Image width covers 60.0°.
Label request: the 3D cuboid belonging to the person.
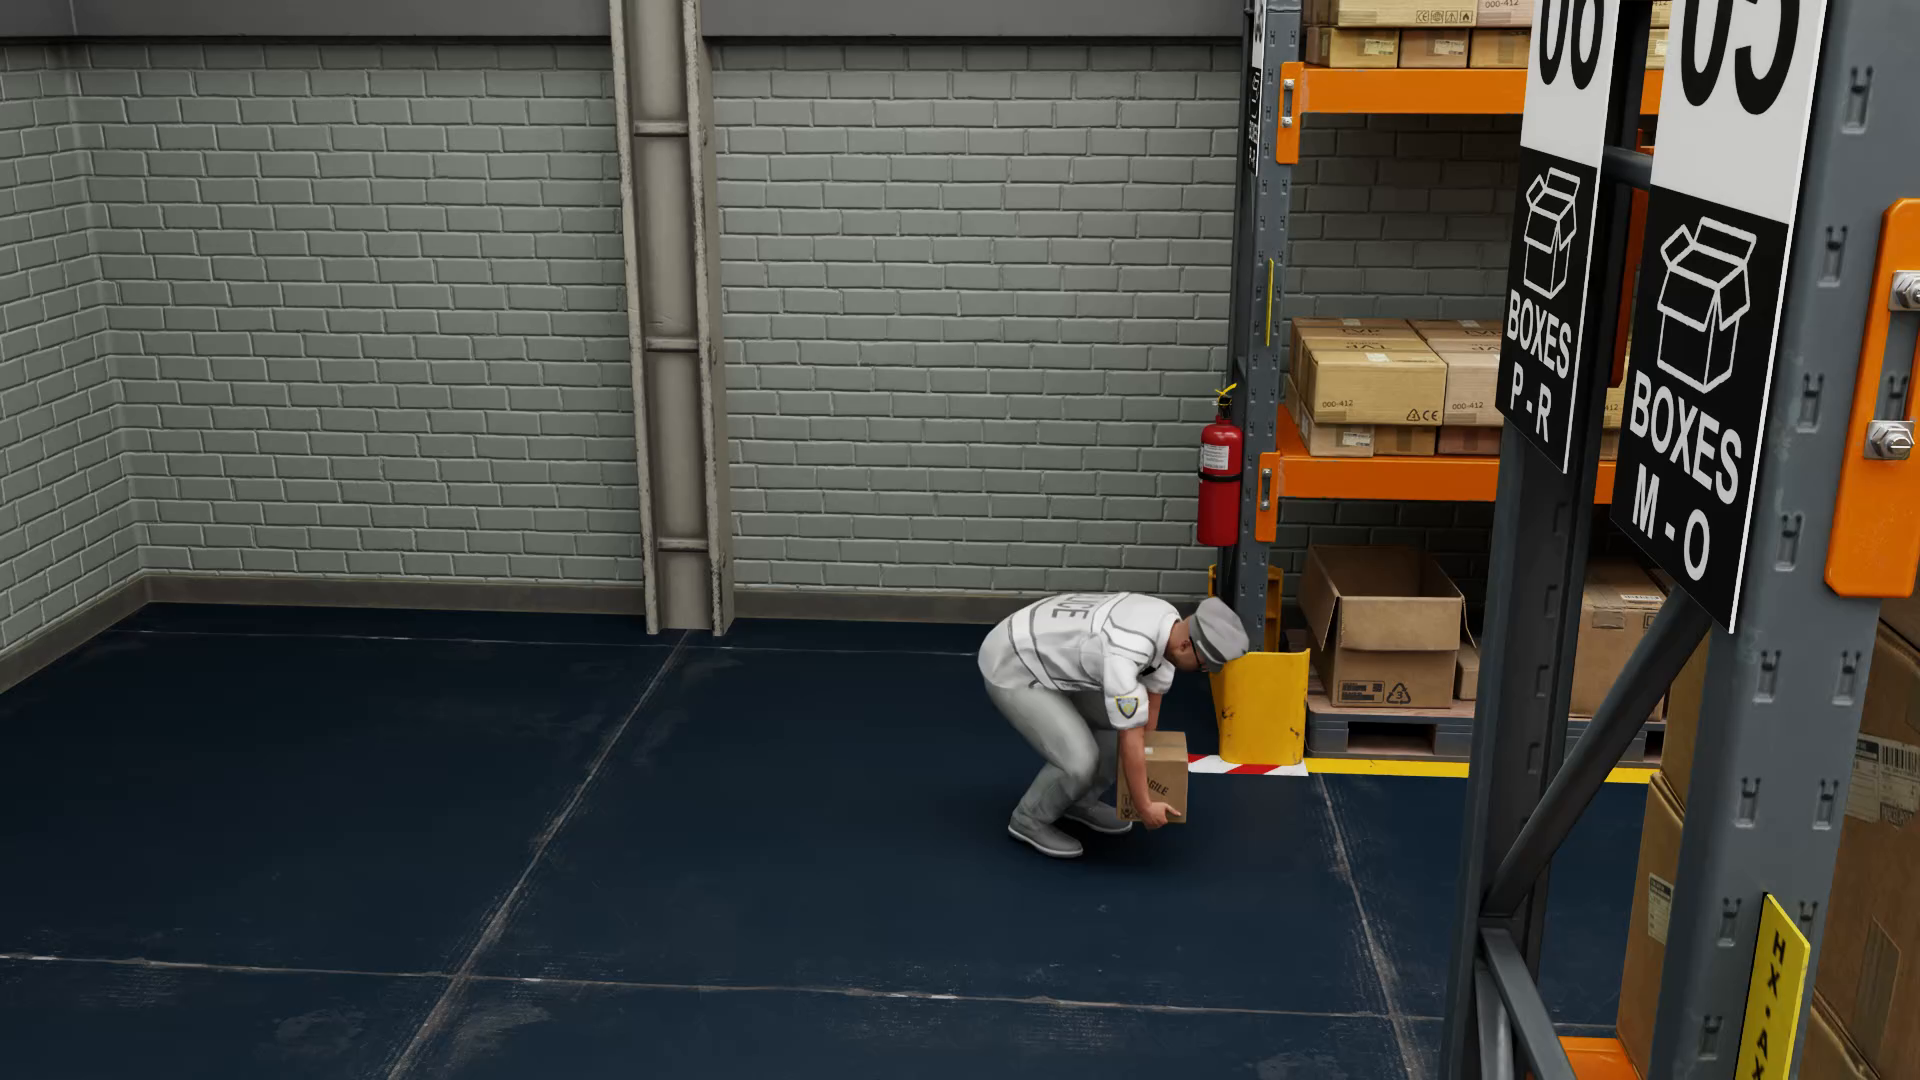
[{"bbox_3d":[0.551,0.658,6.142,1.011,1.035,0.544,12,21,34],"label":"person"}]
